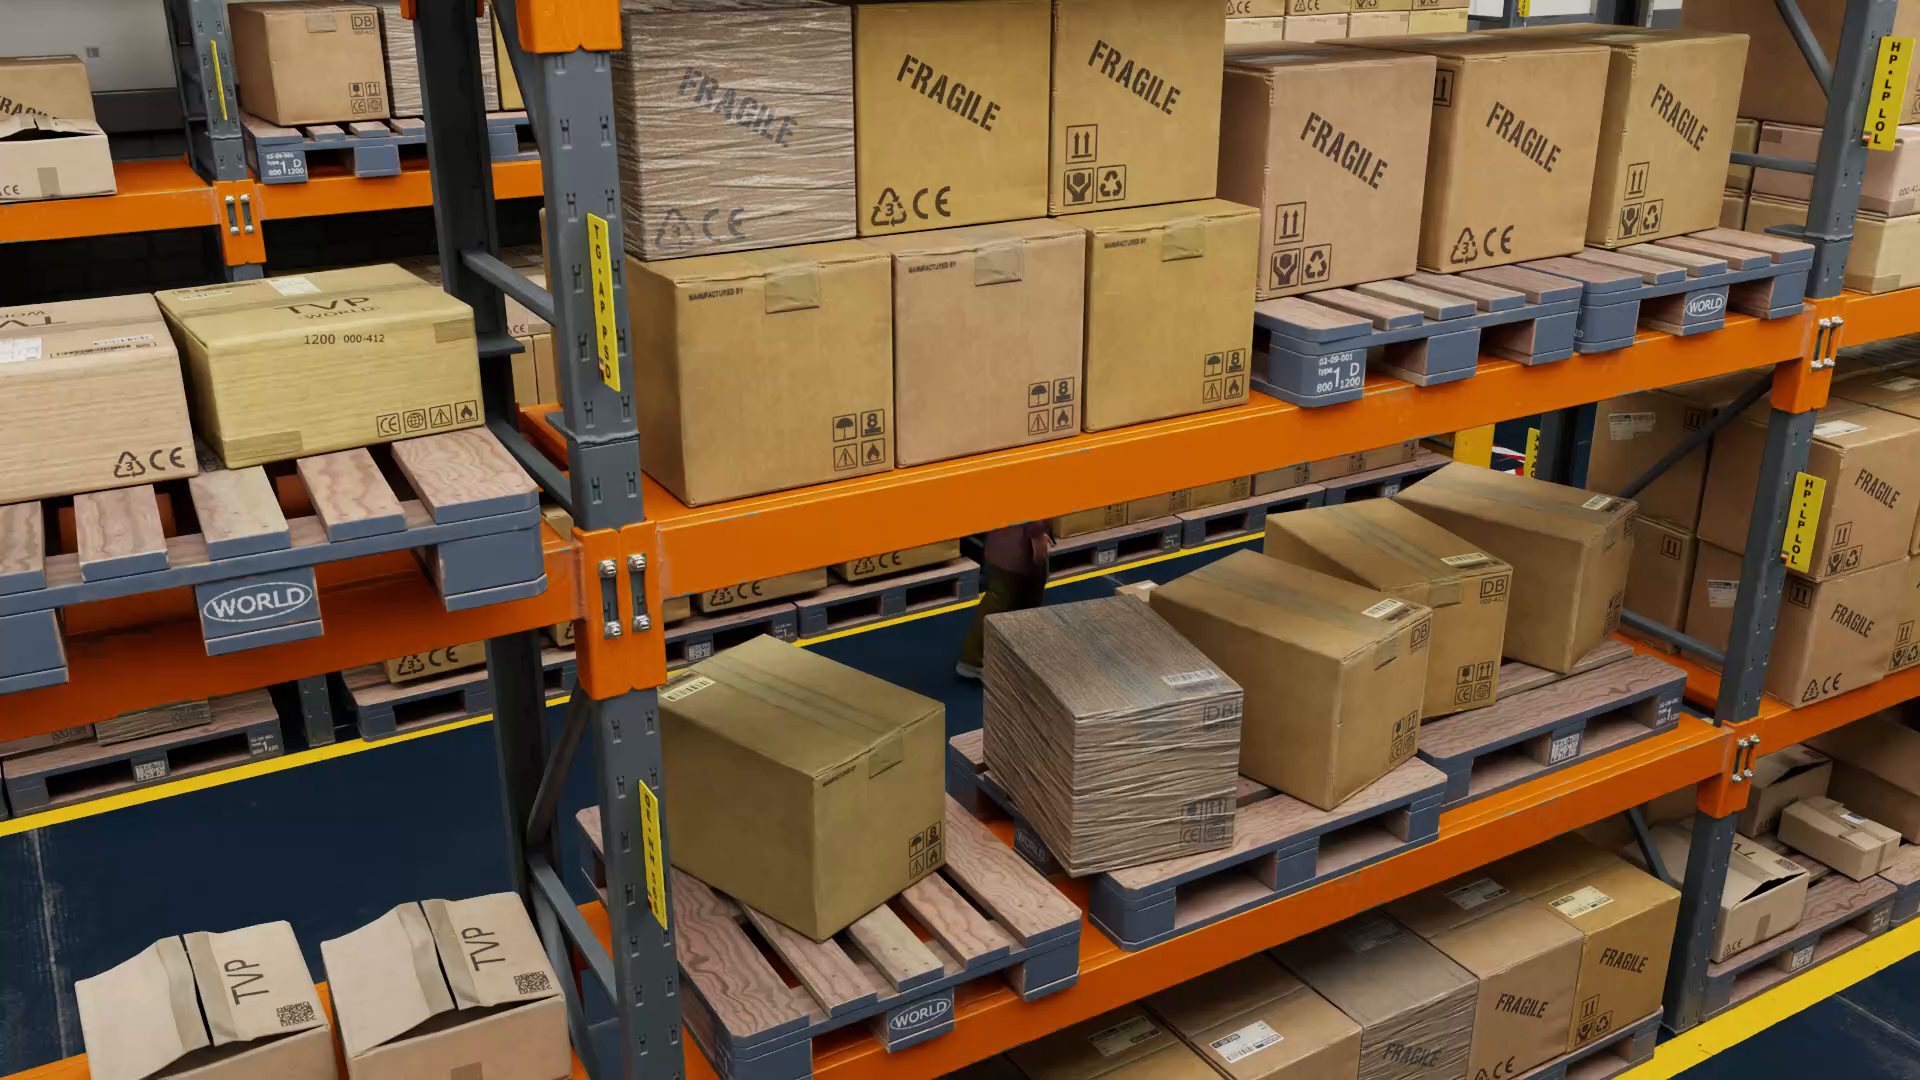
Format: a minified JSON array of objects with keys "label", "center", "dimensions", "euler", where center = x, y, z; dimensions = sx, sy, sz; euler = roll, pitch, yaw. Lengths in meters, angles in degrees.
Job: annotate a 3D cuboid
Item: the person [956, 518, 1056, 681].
[{"label":"person","center":[0.306,-0.099,8.850],"dimensions":[0.681,1.777,0.608],"euler":[-4,22,-10]}]
